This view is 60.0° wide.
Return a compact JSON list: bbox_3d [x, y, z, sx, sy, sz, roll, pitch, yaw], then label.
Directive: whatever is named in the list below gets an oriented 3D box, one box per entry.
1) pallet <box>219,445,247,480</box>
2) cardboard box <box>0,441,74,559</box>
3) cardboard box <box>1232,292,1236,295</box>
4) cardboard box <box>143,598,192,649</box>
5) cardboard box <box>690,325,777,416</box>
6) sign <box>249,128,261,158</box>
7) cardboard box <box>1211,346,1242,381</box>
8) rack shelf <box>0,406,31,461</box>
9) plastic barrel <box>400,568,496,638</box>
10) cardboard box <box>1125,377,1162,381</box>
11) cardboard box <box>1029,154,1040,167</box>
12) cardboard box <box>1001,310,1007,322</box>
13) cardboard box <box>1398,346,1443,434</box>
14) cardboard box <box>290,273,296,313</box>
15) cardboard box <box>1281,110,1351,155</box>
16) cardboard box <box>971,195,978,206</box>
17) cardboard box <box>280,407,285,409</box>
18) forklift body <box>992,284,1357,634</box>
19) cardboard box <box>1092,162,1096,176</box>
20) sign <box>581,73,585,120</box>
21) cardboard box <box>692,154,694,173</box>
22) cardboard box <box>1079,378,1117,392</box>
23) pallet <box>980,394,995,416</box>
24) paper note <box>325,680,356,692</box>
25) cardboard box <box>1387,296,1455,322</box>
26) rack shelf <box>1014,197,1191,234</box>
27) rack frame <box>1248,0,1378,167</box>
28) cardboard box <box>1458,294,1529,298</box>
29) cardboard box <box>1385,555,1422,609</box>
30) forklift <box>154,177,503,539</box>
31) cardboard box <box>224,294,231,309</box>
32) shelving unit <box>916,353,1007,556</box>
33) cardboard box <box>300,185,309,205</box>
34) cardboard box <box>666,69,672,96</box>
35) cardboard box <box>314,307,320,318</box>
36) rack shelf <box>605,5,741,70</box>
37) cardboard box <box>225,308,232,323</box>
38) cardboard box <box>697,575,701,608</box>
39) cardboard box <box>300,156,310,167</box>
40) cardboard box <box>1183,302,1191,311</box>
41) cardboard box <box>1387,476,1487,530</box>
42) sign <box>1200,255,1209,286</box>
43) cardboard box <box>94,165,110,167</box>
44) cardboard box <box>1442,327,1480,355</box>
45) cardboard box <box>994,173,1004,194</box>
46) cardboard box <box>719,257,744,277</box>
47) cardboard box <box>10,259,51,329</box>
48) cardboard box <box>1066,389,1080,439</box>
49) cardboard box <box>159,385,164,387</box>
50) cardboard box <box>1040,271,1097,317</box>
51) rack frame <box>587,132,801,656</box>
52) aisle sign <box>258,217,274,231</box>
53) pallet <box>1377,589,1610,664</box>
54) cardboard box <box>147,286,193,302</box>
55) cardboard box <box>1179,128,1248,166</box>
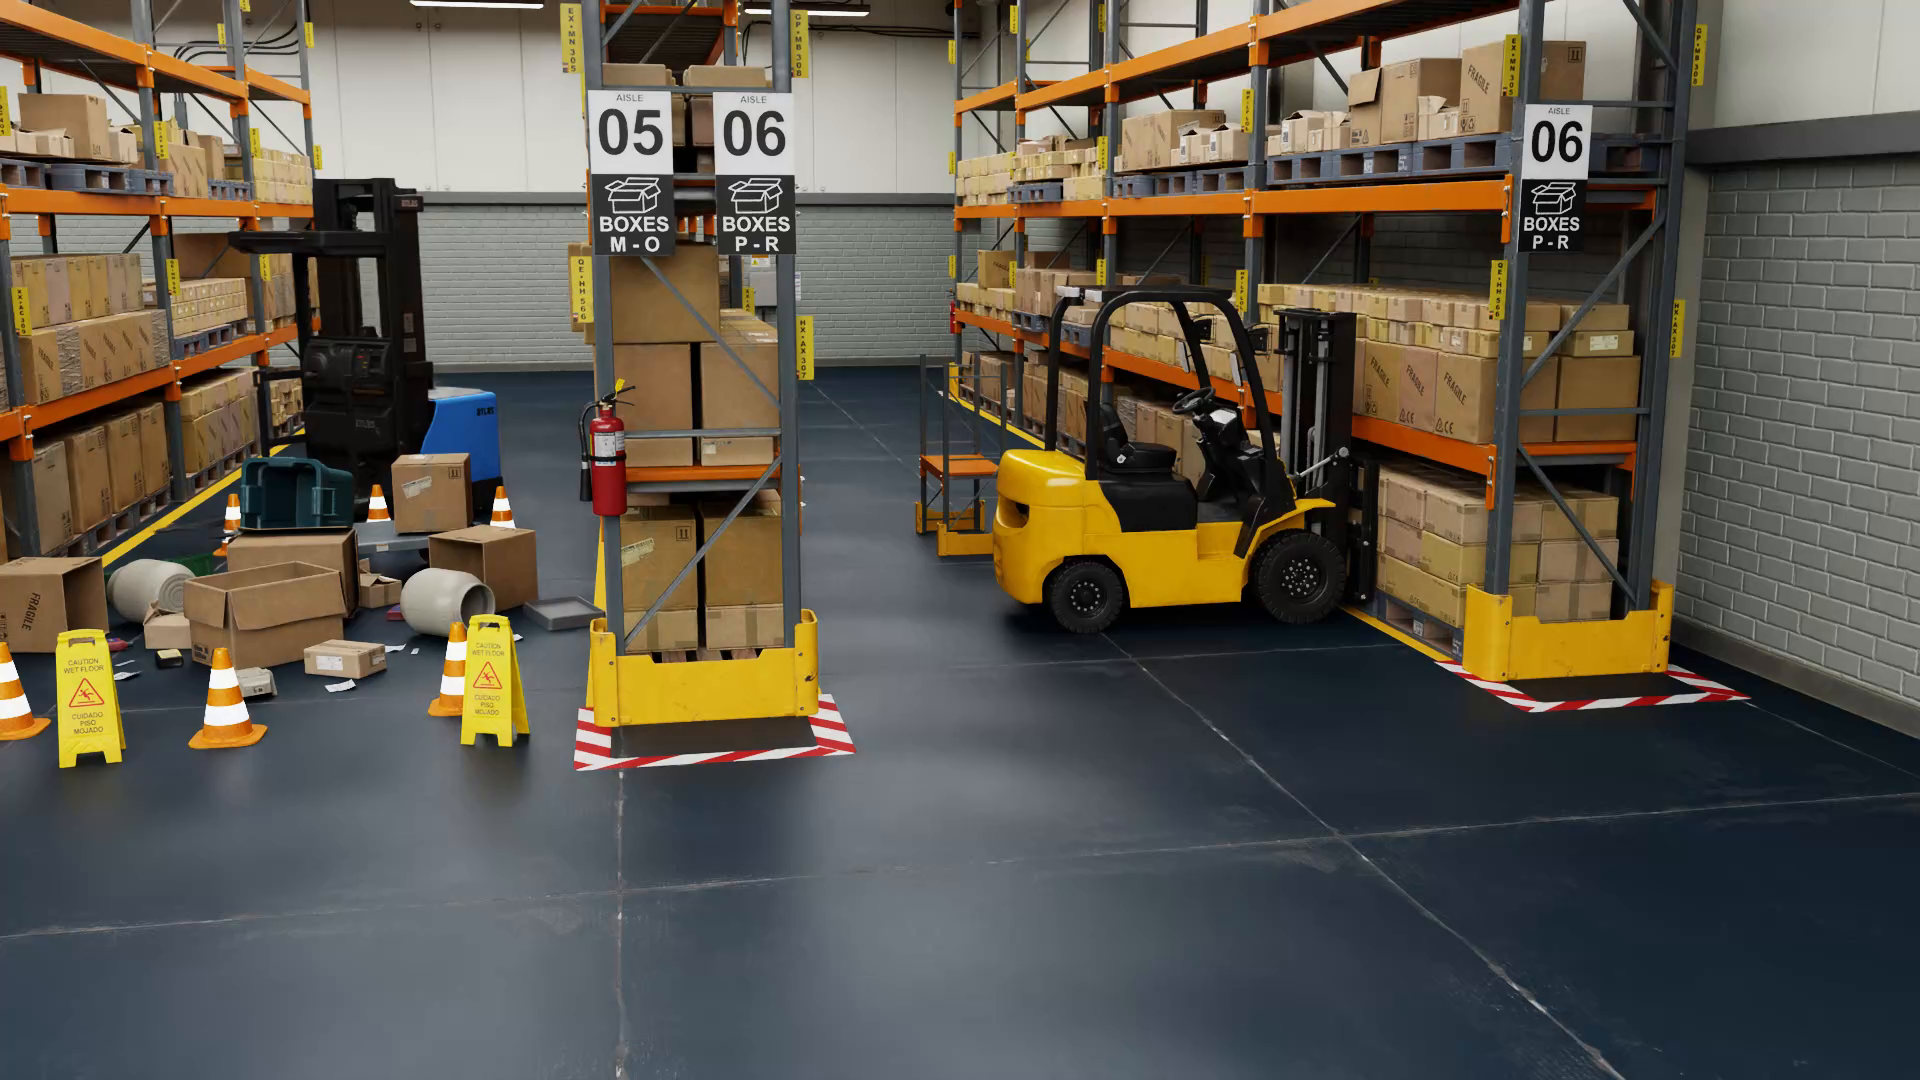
[{"bbox_3d":[-8.112,-0.807,17.373,1.003,0.211,1.213,-2,11,-11],"label":"pallet"},{"bbox_3d":[-7.158,-0.289,12.084,1.050,0.750,0.750,-2,11,-11],"label":"cardboard box"},{"bbox_3d":[2.646,-2.178,15.114,0.380,0.149,0.250,-2,11,-11],"label":"cardboard box"},{"bbox_3d":[-4.808,0.515,10.283,0.396,0.266,0.258,0,11,-1],"label":"cardboard box"},{"bbox_3d":[-1.360,-1.022,9.982,0.500,0.500,0.500,-2,11,-12],"label":"cardboard box"},{"bbox_3d":[-7.962,-4.486,18.784,0.100,0.325,0.005,-2,11,-11],"label":"sign"},{"bbox_3d":[2.400,-1.466,13.776,0.500,0.250,0.500,-2,11,-10],"label":"cardboard box"},{"bbox_3d":[-6.560,-0.357,9.472,1.077,0.370,4.000,-2,11,-11],"label":"rack shelf"},{"bbox_3d":[-3.222,0.400,10.462,0.512,0.421,0.421,6,12,28],"label":"plastic barrel"},{"bbox_3d":[2.067,-1.740,18.642,0.380,0.149,0.250,-3,11,-14],"label":"cardboard box"},{"bbox_3d":[1.032,-4.464,19.592,0.380,0.149,0.250,-2,11,-12],"label":"cardboard box"},{"bbox_3d":[0.743,-2.943,21.811,0.380,0.149,0.250,-2,11,-10],"label":"cardboard box"},{"bbox_3d":[3.088,-0.948,10.389,0.500,0.500,0.500,-2,11,-9],"label":"cardboard box"},{"bbox_3d":[-8.653,-3.121,21.007,0.500,0.500,0.500,-2,11,-8],"label":"cardboard box"},{"bbox_3d":[2.677,-2.980,12.158,0.500,0.311,0.500,-2,11,-10],"label":"cardboard box"},{"bbox_3d":[0.370,-4.749,23.273,0.380,0.149,0.250,-2,11,-11],"label":"cardboard box"},{"bbox_3d":[-8.412,-1.521,20.166,0.380,0.149,0.250,-2,11,-11],"label":"cardboard box"},{"bbox_3d":[1.374,-0.587,11.030,2.313,2.155,1.214,-2,11,-11],"label":"forklift body"},{"bbox_3d":[1.614,-3.940,17.685,0.380,0.149,0.250,-2,11,-10],"label":"cardboard box"},{"bbox_3d":[-2.657,-3.176,11.900,0.100,0.325,0.005,-2,11,-11],"label":"sign"},{"bbox_3d":[-1.310,-2.104,9.377,0.380,0.149,0.250,-2,11,-11],"label":"cardboard box"},{"bbox_3d":[1.534,-1.717,18.525,0.380,0.149,0.250,-2,11,-9],"label":"cardboard box"},{"bbox_3d":[0.825,-1.904,23.136,1.003,0.211,1.213,-2,11,-11],"label":"pallet"},{"bbox_3d":[-3.472,0.816,9.329,0.148,0.019,0.142,-6,13,-31],"label":"paper note"},{"bbox_3d":[2.965,-1.478,10.642,0.380,0.149,0.250,-2,11,-10],"label":"cardboard box"},{"bbox_3d":[1.588,-3.677,18.895,1.077,0.370,4.000,-2,11,-11],"label":"rack shelf"},{"bbox_3d":[2.755,-4.404,12.766,1.000,3.000,0.127,-2,11,-11],"label":"rack frame"},{"bbox_3d":[3.530,-1.548,11.012,0.380,0.149,0.250,-2,11,-12],"label":"cardboard box"},{"bbox_3d":[3.044,0.255,10.564,0.500,0.250,0.500,-2,11,-11],"label":"cardboard box"},{"bbox_3d":[-5.258,-1.513,13.806,1.130,2.935,3.031,5,12,26],"label":"forklift"},{"bbox_3d":[-8.079,-2.563,17.895,0.380,0.149,0.250,-2,11,-13],"label":"cardboard box"},{"bbox_3d":[0.015,-0.723,13.483,0.587,1.500,1.083,-2,11,-11],"label":"shelving unit"},{"bbox_3d":[-8.829,-4.510,21.750,0.500,0.250,0.500,-2,11,-11],"label":"cardboard box"},{"bbox_3d":[-1.703,-2.384,8.714,0.380,0.149,0.250,-2,11,-10],"label":"cardboard box"},{"bbox_3d":[-8.943,-3.105,22.658,0.380,0.149,0.250,-2,11,-11],"label":"cardboard box"},{"bbox_3d":[-2.502,-4.039,13.846,1.077,0.370,4.000,-2,11,-11],"label":"rack shelf"},{"bbox_3d":[-8.088,-2.422,17.948,0.380,0.149,0.250,-3,11,-14],"label":"cardboard box"},{"bbox_3d":[-1.431,0.251,10.585,0.500,0.250,0.500,-1,11,-7],"label":"cardboard box"},{"bbox_3d":[-8.930,-5.069,22.280,0.380,0.149,0.250,-2,11,-12],"label":"cardboard box"},{"bbox_3d":[2.193,-2.112,14.769,0.380,0.149,0.250,-2,11,-11],"label":"cardboard box"},{"bbox_3d":[3.032,-0.236,10.472,0.500,0.250,0.500,-2,11,-10],"label":"cardboard box"},{"bbox_3d":[2.521,-2.780,17.182,0.100,0.325,0.005,-2,11,-11],"label":"sign"},{"bbox_3d":[-8.088,-3.429,15.398,0.500,0.500,0.500,-2,11,-11],"label":"cardboard box"},{"bbox_3d":[3.112,-1.190,9.923,0.380,0.149,0.250,-2,11,-10],"label":"cardboard box"},{"bbox_3d":[0.748,-4.644,21.657,0.500,0.250,0.500,-3,11,-13],"label":"cardboard box"},{"bbox_3d":[-1.858,-2.095,12.759,0.380,0.149,0.250,-2,11,-11],"label":"cardboard box"},{"bbox_3d":[-7.154,-1.802,12.201,0.700,0.500,0.500,-2,11,-12],"label":"cardboard box"},{"bbox_3d":[1.492,-1.426,18.730,0.500,0.500,0.500,-2,11,-9],"label":"cardboard box"},{"bbox_3d":[-8.310,-1.459,16.897,0.500,0.250,0.500,-2,11,-10],"label":"cardboard box"},{"bbox_3d":[1.327,-2.843,19.223,0.700,0.500,0.500,-2,11,-11],"label":"cardboard box"},{"bbox_3d":[-1.335,-0.542,8.520,1.000,3.000,0.127,-2,11,-11],"label":"rack frame"},{"bbox_3d":[-9.592,-4.557,22.665,0.394,0.787,0.004,-2,11,-11],"label":"aisle sign"},{"bbox_3d":[3.343,0.508,10.462,1.003,0.211,1.213,-2,11,-11],"label":"pallet"},{"bbox_3d":[-7.776,-2.420,16.348,0.380,0.149,0.250,-3,11,-13],"label":"cardboard box"},{"bbox_3d":[2.226,-3.406,14.397,0.500,0.311,0.500,-3,11,-13],"label":"cardboard box"}]
